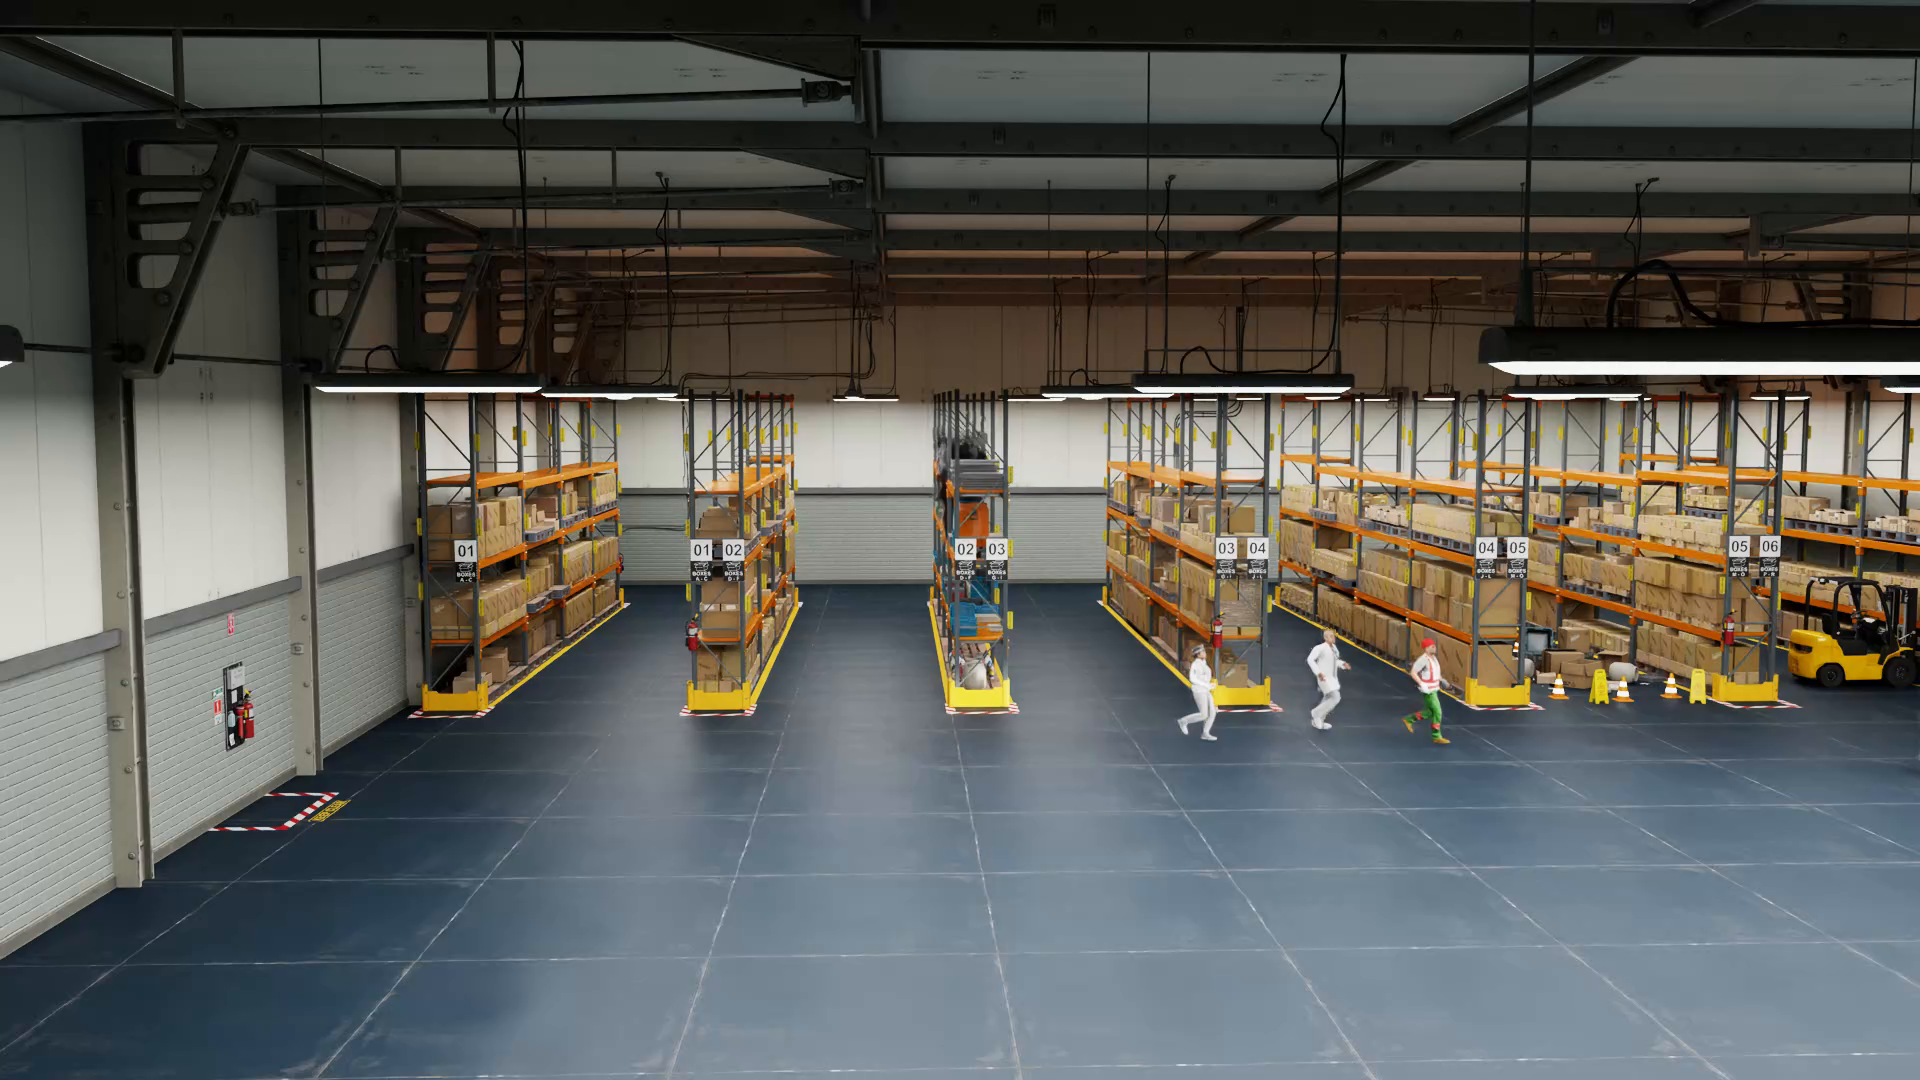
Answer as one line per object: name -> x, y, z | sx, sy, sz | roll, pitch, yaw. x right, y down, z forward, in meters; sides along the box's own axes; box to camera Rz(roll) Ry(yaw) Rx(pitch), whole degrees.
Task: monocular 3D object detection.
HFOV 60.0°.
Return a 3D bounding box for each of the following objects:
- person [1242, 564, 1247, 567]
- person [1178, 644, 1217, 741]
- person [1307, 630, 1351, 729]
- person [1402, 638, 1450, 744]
person -> 8.000, 1.115, 45.976 | 0.688, 1.762, 0.666 | 0, 5, 6
person -> 4.078, 2.586, 28.364 | 0.663, 1.646, 0.620 | 2, 5, 25
person -> 6.524, 2.497, 29.289 | 0.671, 1.667, 0.686 | 4, 6, 37
person -> 7.893, 2.540, 28.169 | 0.881, 1.763, 0.671 | 4, 6, 37
